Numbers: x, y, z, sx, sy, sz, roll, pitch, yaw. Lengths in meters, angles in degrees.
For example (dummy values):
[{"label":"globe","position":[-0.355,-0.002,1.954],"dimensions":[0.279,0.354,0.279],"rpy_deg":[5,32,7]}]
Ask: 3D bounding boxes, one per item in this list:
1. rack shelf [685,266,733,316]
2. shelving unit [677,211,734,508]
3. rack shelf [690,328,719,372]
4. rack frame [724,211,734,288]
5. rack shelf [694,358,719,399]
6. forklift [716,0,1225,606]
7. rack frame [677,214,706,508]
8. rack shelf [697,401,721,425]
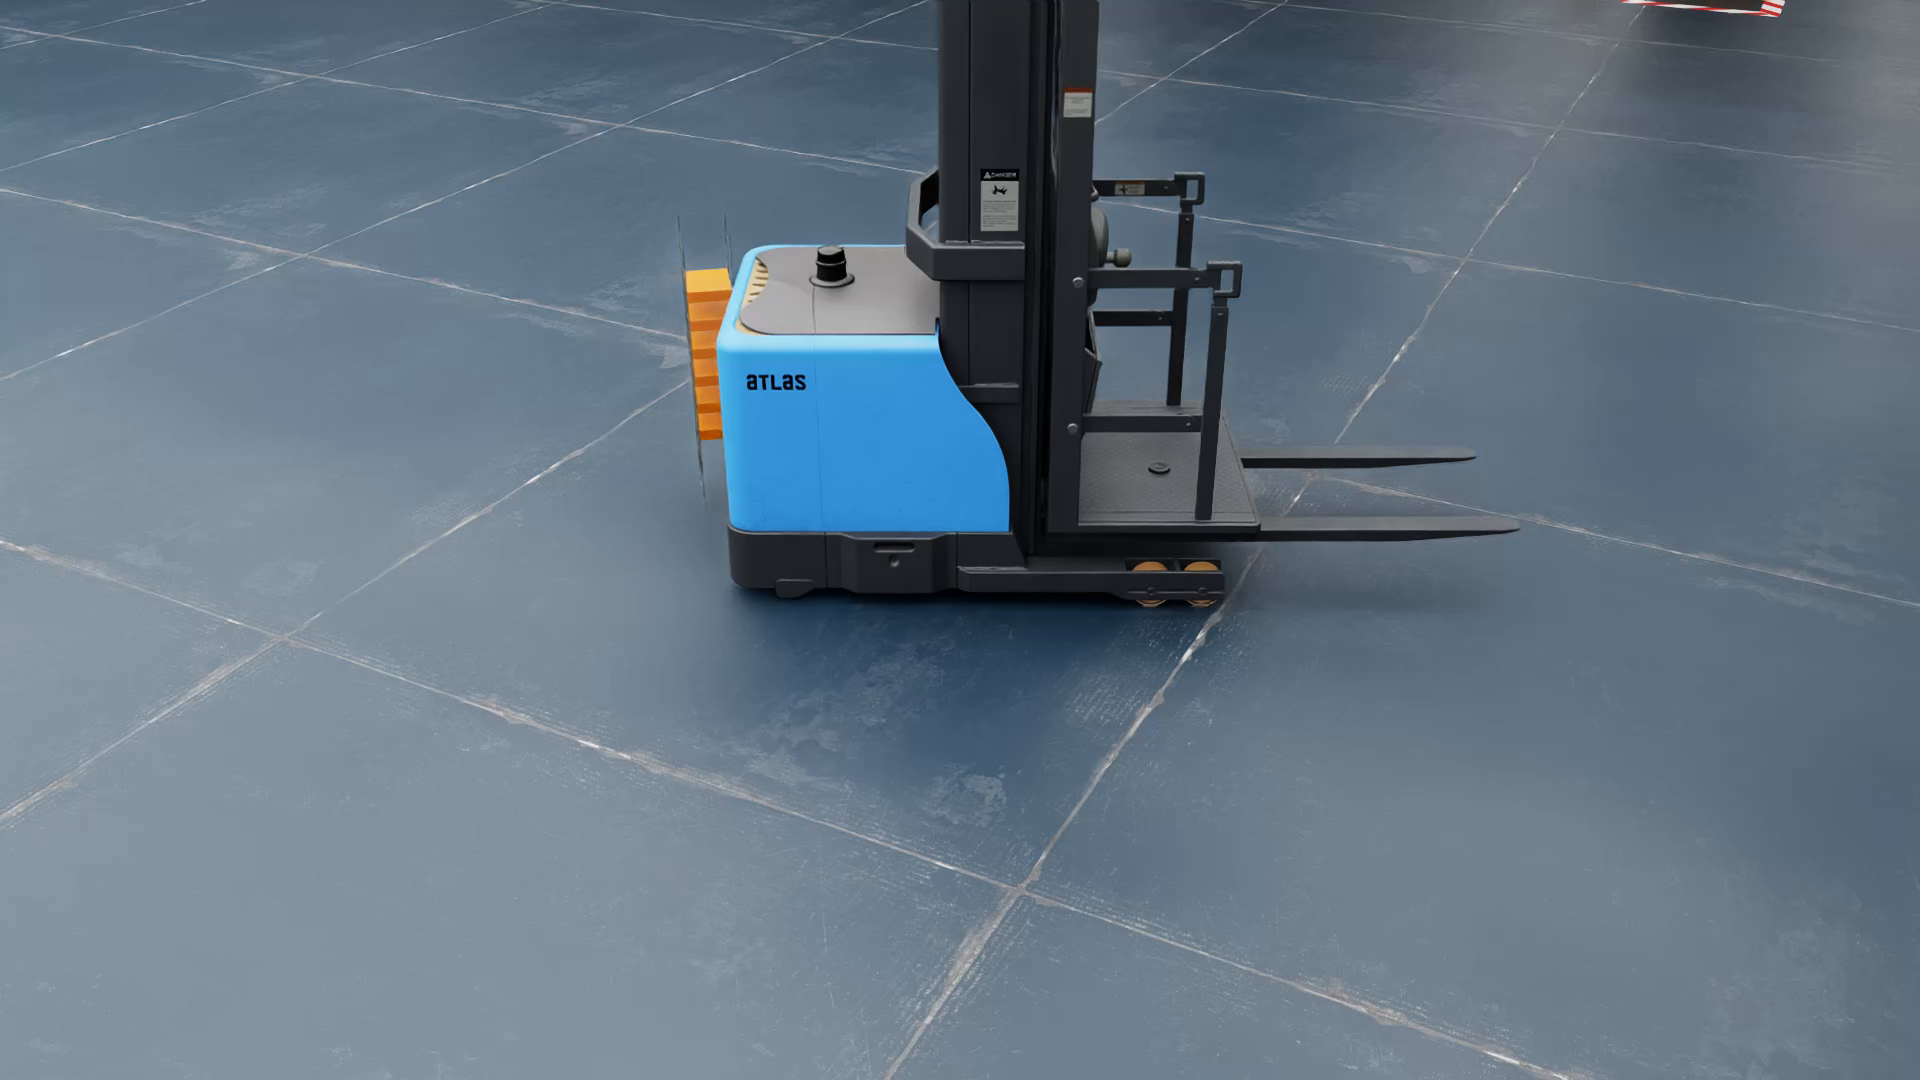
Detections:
[{"label":"rack shelf","position":[-1.005,-0.996,6.646],"dimensions":[0.180,0.103,0.258],"rpy_deg":[-6,30,-10]},{"label":"shelving unit","position":[-1.005,-0.723,6.804],"dimensions":[0.189,1.200,0.258],"rpy_deg":[-6,30,-10]},{"label":"rack shelf","position":[-1.005,-0.788,6.766],"dimensions":[0.180,0.103,0.258],"rpy_deg":[-6,30,-10]},{"label":"rack frame","position":[-0.915,-0.732,6.819],"dimensions":[0.006,1.200,0.240],"rpy_deg":[-6,30,-10]},{"label":"rack shelf","position":[-1.005,-0.684,6.826],"dimensions":[0.180,0.103,0.258],"rpy_deg":[-6,30,-10]},{"label":"forklift","position":[0.636,-1.286,6.046],"dimensions":[3.031,2.935,1.130],"rpy_deg":[0,30,0]},{"label":"rack frame","position":[-1.094,-0.714,6.788],"dimensions":[0.006,1.200,0.240],"rpy_deg":[-6,30,-10]},{"label":"rack shelf","position":[-1.005,-0.580,6.885],"dimensions":[0.180,0.103,0.258],"rpy_deg":[-6,30,-10]}]
